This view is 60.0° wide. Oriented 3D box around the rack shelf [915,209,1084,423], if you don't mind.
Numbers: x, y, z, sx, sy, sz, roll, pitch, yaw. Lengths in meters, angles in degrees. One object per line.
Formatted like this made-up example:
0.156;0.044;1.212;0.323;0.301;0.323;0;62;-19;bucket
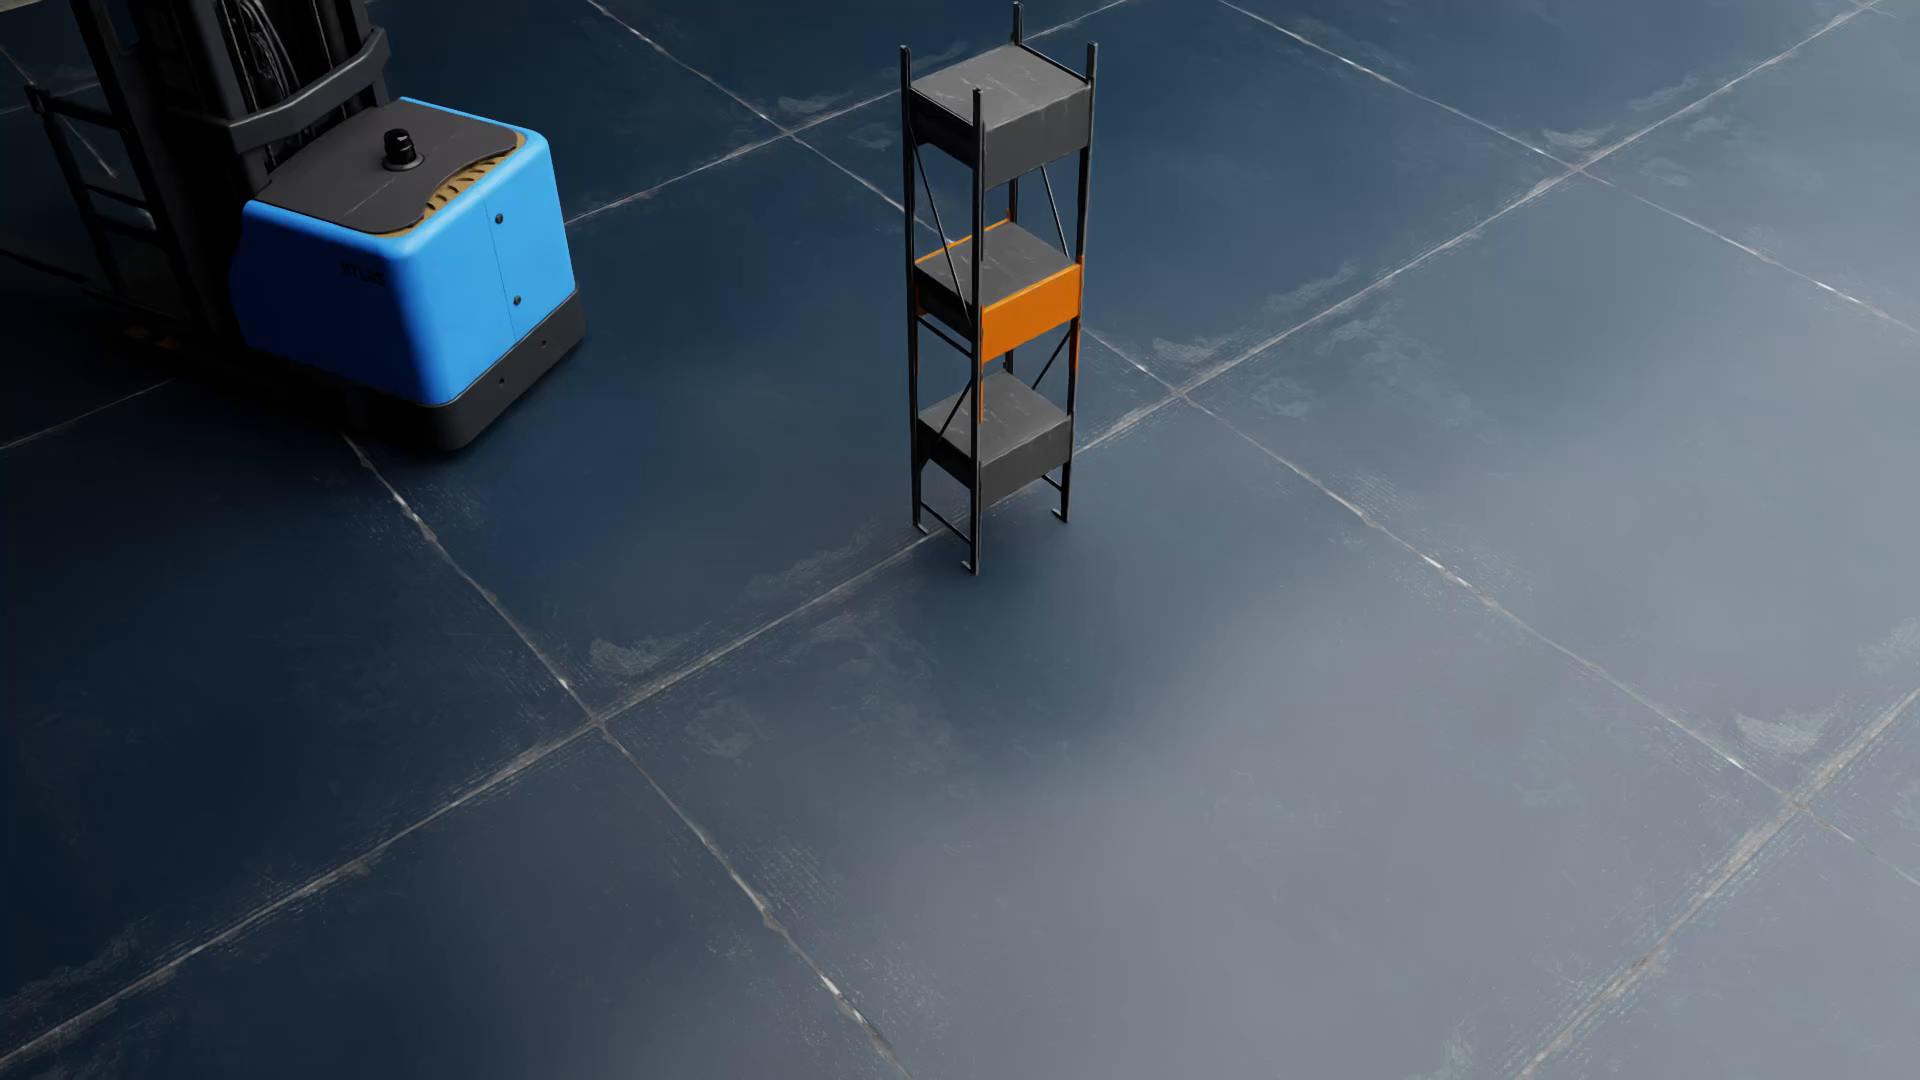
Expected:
0.127;-0.828;6.118;0.480;0.518;0.431;-30;51;-28;rack shelf

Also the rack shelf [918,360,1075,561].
0.127;-0.318;6.597;0.480;0.518;0.431;-30;51;-28;rack shelf

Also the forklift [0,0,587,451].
-3.279;-2.135;6.882;3.031;2.935;1.130;18;46;18;forklift

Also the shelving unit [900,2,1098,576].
0.127;-0.838;6.109;0.503;2.100;0.431;-30;51;-28;shelving unit

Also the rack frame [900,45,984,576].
-0.060;-0.731;5.994;0.015;2.100;0.400;-30;51;-28;rack frame

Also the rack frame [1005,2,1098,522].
0.314;-0.945;6.223;0.015;2.100;0.400;-30;51;-28;rack frame

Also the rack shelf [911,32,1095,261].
0.127;-1.338;5.639;0.480;0.518;0.431;-30;51;-28;rack shelf
